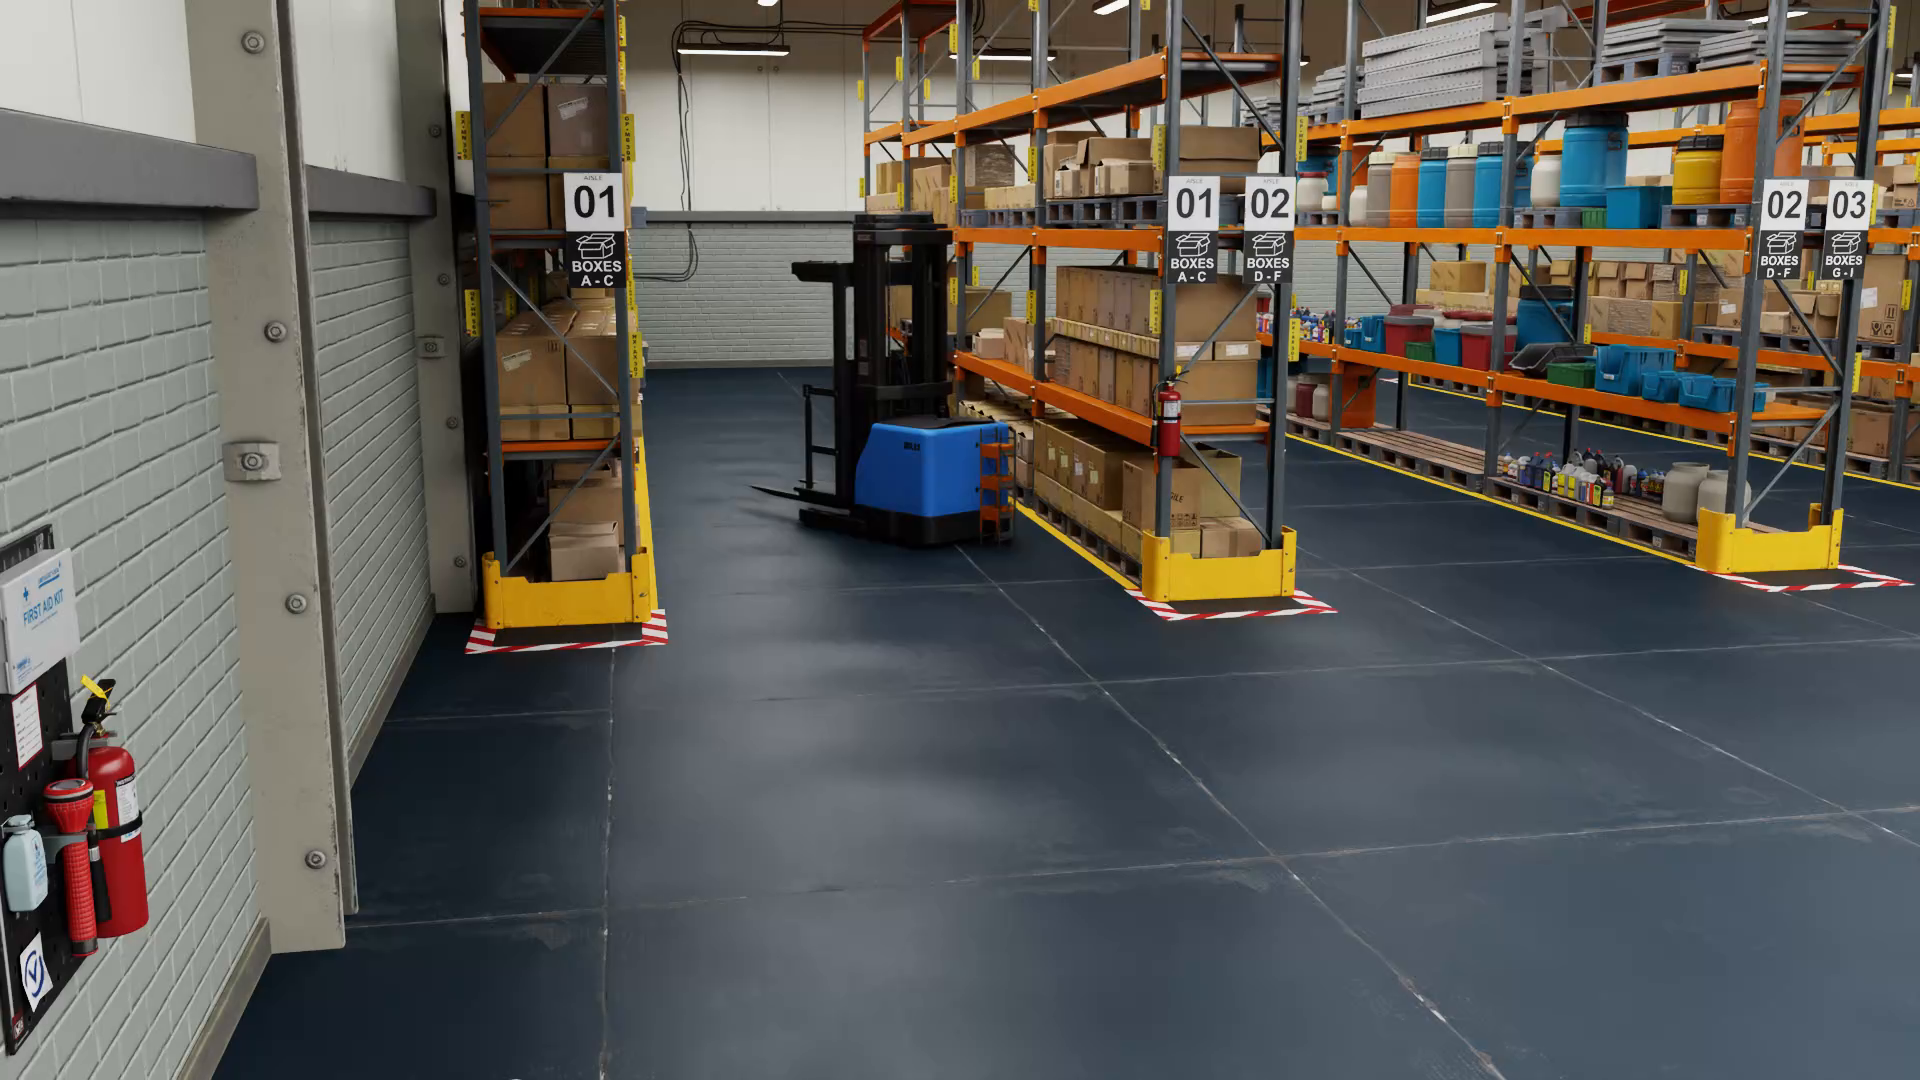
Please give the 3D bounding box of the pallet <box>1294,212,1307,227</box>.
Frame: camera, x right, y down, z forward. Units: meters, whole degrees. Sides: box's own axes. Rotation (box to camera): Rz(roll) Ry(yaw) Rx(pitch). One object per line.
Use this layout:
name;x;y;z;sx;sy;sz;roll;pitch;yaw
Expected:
pallet;5.012;-4.467;23.182;1.003;0.211;1.213;-2;11;-11

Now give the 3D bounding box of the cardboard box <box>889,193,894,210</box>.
cardboard box;-0.774;-5.072;24.917;0.500;0.250;0.500;-2;11;-11

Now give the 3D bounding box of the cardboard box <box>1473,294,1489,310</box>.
cardboard box;8.853;-3.947;27.571;0.500;0.250;0.500;-2;11;-10

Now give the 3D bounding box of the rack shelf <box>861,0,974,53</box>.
rack shelf;-0.708;-7.848;25.453;1.077;0.370;4.000;-2;11;-11

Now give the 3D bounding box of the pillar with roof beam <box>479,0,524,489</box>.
pillar with roof beam;-0.772;-5.175;18.370;9.100;9.000;0.400;-2;11;-11

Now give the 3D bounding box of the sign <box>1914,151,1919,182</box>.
sign;10.411;-4.048;18.036;0.100;0.325;0.005;-2;11;-11

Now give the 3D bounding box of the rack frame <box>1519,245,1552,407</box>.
rack frame;9.399;-3.615;26.220;1.000;3.000;0.127;-2;11;-11

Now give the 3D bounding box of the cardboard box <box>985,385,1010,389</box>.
cardboard box;0.451;-1.792;22.150;0.500;0.500;0.500;-2;11;-12

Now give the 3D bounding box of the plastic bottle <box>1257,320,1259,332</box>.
plastic bottle;4.362;-3.113;24.116;0.097;0.201;0.097;0;11;0

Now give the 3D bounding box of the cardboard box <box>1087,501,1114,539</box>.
cardboard box;1.413;-0.180;14.407;0.500;0.250;0.500;-2;11;-11

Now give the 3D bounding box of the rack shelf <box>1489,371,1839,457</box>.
rack shelf;6.485;-1.247;15.705;1.077;0.370;4.000;-2;11;-11

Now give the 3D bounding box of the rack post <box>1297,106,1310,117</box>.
rack post;5.059;-5.770;22.833;0.937;0.300;0.954;-1;11;-5

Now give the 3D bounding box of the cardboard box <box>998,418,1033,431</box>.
cardboard box;0.675;-1.170;18.104;0.500;0.311;0.500;-2;11;-11

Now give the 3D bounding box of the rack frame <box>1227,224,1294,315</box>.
rack frame;4.540;-3.435;25.273;1.000;3.000;0.127;-2;11;-11

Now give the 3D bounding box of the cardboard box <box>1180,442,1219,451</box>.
cardboard box;1.920;-0.568;14.435;0.500;0.500;0.500;-2;11;-11

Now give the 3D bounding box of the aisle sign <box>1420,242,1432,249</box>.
aisle sign;8.313;-5.628;29.843;0.394;0.787;0.004;-2;11;-11

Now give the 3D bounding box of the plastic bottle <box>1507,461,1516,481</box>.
plastic bottle;5.748;-0.716;17.296;0.097;0.201;0.097;0;11;0

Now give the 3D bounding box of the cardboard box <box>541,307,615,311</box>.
cardboard box;-3.789;-2.070;16.658;0.700;0.500;0.500;-1;11;-5

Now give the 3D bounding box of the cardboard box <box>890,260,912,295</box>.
cardboard box;-0.774;-3.973;25.159;0.500;0.500;0.500;-2;11;-12

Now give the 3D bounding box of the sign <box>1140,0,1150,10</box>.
sign;1.786;-5.287;16.041;0.100;0.325;0.005;-2;11;-11

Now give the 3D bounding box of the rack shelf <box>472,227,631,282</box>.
rack shelf;-3.232;-2.361;13.531;1.077;0.370;4.000;-2;11;-11

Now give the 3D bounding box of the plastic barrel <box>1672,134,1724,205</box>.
plastic barrel;6.528;-3.211;14.447;0.600;0.588;0.600;0;11;0

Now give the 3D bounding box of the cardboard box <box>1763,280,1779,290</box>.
cardboard box;13.813;-4.146;27.946;0.500;0.500;0.500;-2;11;-13

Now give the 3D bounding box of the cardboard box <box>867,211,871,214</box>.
cardboard box;-1.246;-5.285;27.375;0.500;0.250;0.500;-2;11;-11

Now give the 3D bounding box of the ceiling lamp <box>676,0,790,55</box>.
ceiling lamp;-4.000;-10.207;29.197;2.000;3.185;0.800;-2;11;-11

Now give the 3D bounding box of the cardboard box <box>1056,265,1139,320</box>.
cardboard box;1.329;-2.393;16.065;0.700;0.500;0.500;-2;11;-11

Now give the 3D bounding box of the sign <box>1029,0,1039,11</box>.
sign;0.707;-5.211;15.851;0.100;0.325;0.005;-2;11;-11

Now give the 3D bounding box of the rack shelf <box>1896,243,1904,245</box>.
rack shelf;18.731;-5.462;29.827;1.077;0.370;4.000;-2;11;-11

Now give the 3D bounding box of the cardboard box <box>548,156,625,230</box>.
cardboard box;-2.663;-2.476;11.896;0.500;0.500;0.500;-2;11;-10

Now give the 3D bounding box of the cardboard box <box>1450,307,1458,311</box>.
cardboard box;8.619;-3.912;28.454;0.380;0.149;0.250;-2;11;-12

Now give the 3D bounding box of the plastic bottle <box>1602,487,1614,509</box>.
plastic bottle;6.087;-0.396;15.617;0.097;0.201;0.097;0;11;0

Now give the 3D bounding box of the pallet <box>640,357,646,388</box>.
pallet;-3.627;-1.658;16.454;1.003;0.211;1.213;-2;11;-11

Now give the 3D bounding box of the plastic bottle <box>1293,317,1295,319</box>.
plastic bottle;4.599;-2.912;22.840;0.061;0.283;0.133;-2;11;-11

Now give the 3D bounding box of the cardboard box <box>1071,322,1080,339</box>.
cardboard box;1.252;-1.958;15.513;0.380;0.149;0.250;-2;11;-12

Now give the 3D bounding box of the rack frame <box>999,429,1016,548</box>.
rack frame;0.422;-0.456;14.839;0.200;1.050;0.008;-9;14;-41

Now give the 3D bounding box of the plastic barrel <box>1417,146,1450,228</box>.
plastic barrel;5.530;-4.013;18.946;0.600;0.901;0.708;-2;11;-11

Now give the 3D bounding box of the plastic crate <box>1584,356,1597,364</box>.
plastic crate;6.578;-1.701;16.564;0.499;0.251;0.616;-2;11;-11

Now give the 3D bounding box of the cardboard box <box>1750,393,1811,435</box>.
cardboard box;10.447;-1.646;21.384;0.700;0.500;0.500;-3;11;-16

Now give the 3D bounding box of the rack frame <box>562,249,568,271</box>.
rack frame;-5.955;-3.808;27.235;1.000;3.000;0.127;-2;11;-11

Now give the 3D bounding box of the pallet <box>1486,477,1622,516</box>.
pallet;6.186;-0.473;17.170;1.003;0.211;1.213;-2;11;-11

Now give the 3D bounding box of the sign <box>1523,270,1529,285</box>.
sign;8.855;-4.059;26.024;0.100;0.325;0.005;-2;11;-11

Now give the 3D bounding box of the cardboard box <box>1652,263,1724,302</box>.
cardboard box;10.051;-3.558;22.970;0.797;0.503;0.637;-2;11;-9

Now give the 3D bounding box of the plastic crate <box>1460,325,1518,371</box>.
plastic crate;5.702;-2.077;17.967;0.402;0.464;0.583;-2;11;-11

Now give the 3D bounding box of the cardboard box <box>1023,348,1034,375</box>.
cardboard box;0.886;-1.877;17.447;0.396;0.266;0.258;-2;11;-12

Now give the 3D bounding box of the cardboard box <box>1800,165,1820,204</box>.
cardboard box;10.216;-4.369;20.554;0.500;0.500;0.500;-2;11;-13

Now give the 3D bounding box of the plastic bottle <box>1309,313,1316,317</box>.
plastic bottle;5.103;-3.154;24.129;0.152;0.276;0.135;-2;11;-11

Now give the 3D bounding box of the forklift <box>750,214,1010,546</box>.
forklift;-0.894;-1.604;15.839;1.130;2.935;3.031;-9;14;-41

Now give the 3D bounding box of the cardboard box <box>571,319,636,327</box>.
cardboard box;-2.934;-1.557;13.749;0.500;0.500;0.500;-2;11;-9

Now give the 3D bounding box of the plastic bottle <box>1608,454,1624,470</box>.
plastic bottle;6.605;-0.680;16.710;0.144;0.351;0.185;-2;11;-11

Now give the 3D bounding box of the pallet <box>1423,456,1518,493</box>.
pallet;5.906;-0.740;18.575;1.003;0.211;1.213;-2;11;-11

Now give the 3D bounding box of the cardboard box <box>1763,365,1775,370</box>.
cardboard box;13.776;-2.873;28.026;0.380;0.149;0.250;-3;11;-13

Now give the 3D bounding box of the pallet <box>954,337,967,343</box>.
pallet;0.076;-2.784;22.367;1.003;0.211;1.213;-2;11;-11

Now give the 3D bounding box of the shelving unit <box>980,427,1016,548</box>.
shelving unit;0.341;-0.473;14.929;0.215;1.050;0.252;-9;14;-41

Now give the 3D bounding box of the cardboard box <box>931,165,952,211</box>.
cardboard box;-0.031;-4.694;22.208;0.600;0.600;0.600;-3;11;-13

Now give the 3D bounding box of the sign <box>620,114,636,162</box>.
sign;-2.311;-2.796;11.559;0.100;0.325;0.005;-2;11;-11
